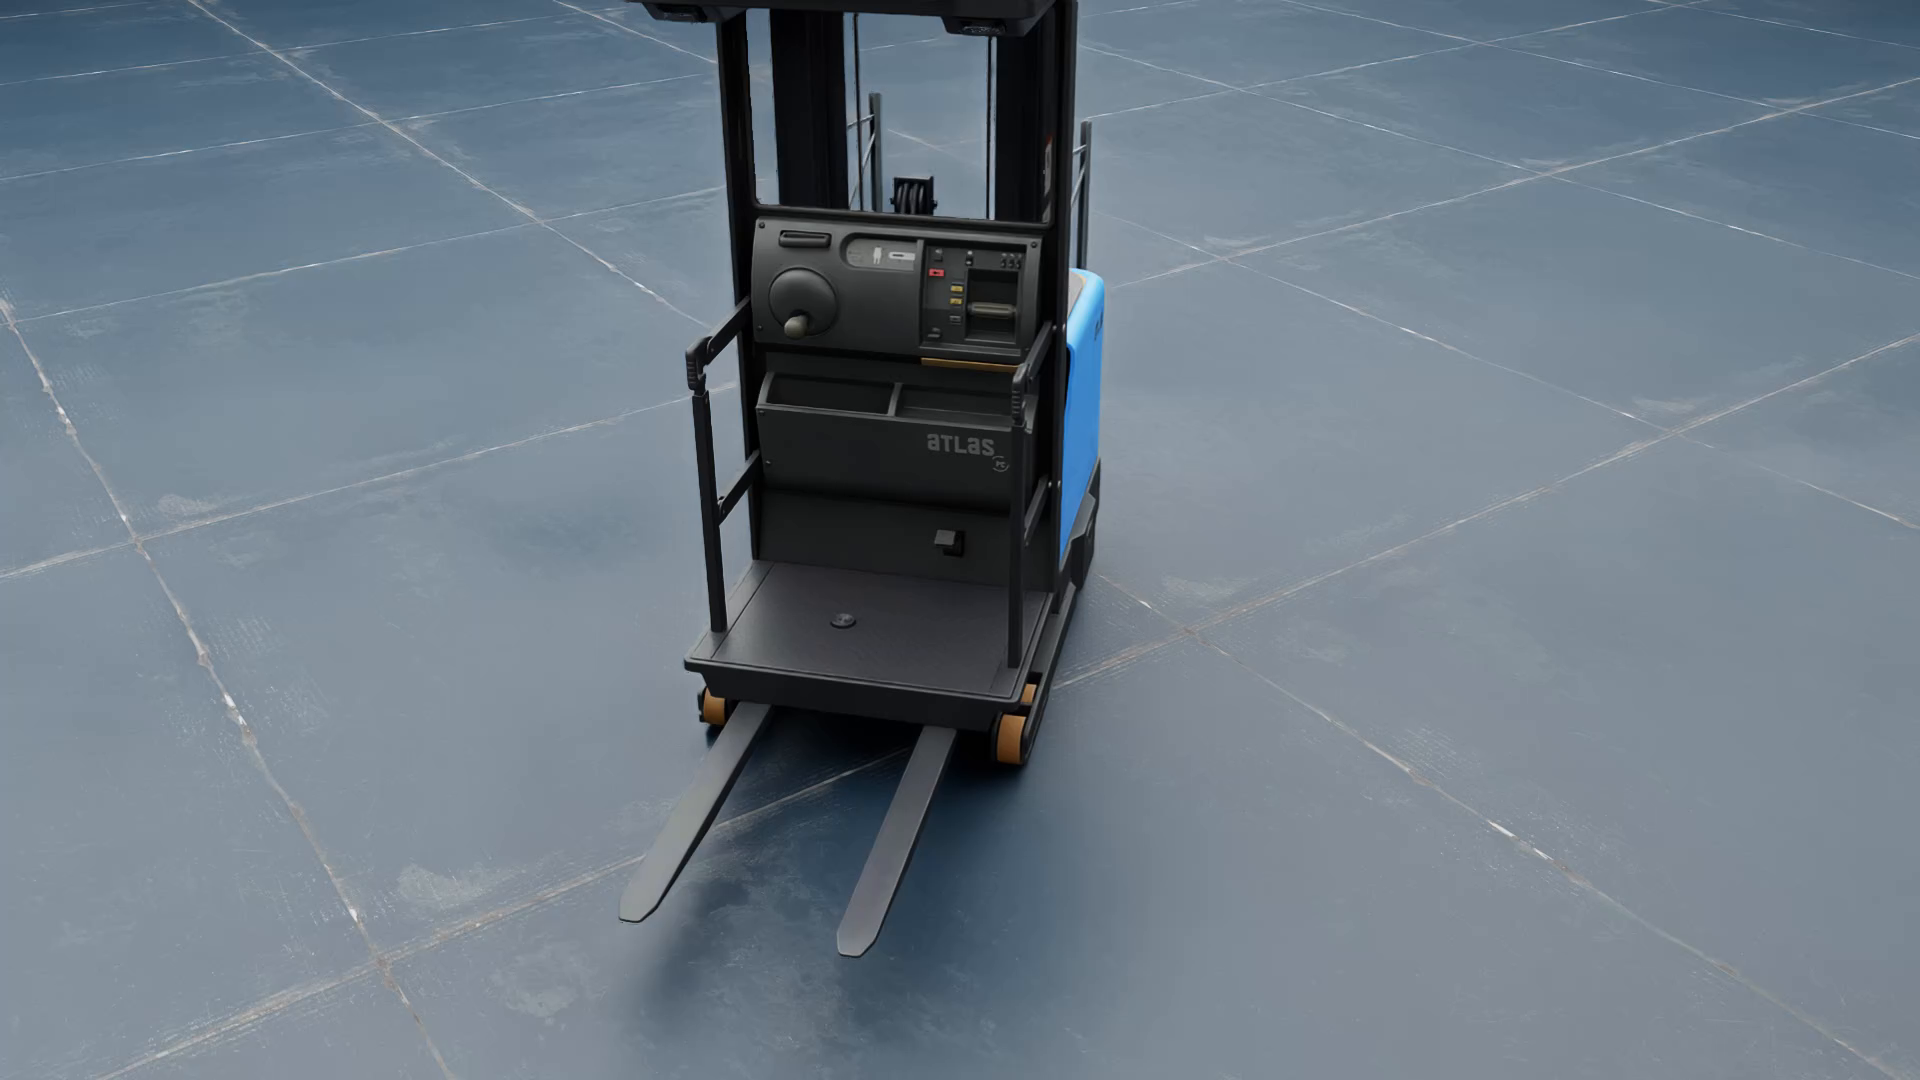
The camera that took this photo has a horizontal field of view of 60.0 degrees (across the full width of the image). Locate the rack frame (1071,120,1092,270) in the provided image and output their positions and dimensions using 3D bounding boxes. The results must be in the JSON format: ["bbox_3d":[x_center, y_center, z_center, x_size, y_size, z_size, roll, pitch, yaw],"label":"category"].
[{"bbox_3d":[0.398,-0.939,6.907,0.032,1.500,0.500,15,32,26],"label":"rack frame"}]

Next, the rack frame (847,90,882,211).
[{"bbox_3d":[-0.484,-1.180,7.352,0.032,1.500,0.500,15,32,26],"label":"rack frame"}]

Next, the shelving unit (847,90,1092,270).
[{"bbox_3d":[-0.043,-1.059,7.129,1.048,1.500,0.538,15,32,26],"label":"shelving unit"}]

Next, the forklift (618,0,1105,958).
[{"bbox_3d":[-0.252,-0.754,5.067,1.130,2.935,3.031,6,29,11],"label":"forklift"}]
